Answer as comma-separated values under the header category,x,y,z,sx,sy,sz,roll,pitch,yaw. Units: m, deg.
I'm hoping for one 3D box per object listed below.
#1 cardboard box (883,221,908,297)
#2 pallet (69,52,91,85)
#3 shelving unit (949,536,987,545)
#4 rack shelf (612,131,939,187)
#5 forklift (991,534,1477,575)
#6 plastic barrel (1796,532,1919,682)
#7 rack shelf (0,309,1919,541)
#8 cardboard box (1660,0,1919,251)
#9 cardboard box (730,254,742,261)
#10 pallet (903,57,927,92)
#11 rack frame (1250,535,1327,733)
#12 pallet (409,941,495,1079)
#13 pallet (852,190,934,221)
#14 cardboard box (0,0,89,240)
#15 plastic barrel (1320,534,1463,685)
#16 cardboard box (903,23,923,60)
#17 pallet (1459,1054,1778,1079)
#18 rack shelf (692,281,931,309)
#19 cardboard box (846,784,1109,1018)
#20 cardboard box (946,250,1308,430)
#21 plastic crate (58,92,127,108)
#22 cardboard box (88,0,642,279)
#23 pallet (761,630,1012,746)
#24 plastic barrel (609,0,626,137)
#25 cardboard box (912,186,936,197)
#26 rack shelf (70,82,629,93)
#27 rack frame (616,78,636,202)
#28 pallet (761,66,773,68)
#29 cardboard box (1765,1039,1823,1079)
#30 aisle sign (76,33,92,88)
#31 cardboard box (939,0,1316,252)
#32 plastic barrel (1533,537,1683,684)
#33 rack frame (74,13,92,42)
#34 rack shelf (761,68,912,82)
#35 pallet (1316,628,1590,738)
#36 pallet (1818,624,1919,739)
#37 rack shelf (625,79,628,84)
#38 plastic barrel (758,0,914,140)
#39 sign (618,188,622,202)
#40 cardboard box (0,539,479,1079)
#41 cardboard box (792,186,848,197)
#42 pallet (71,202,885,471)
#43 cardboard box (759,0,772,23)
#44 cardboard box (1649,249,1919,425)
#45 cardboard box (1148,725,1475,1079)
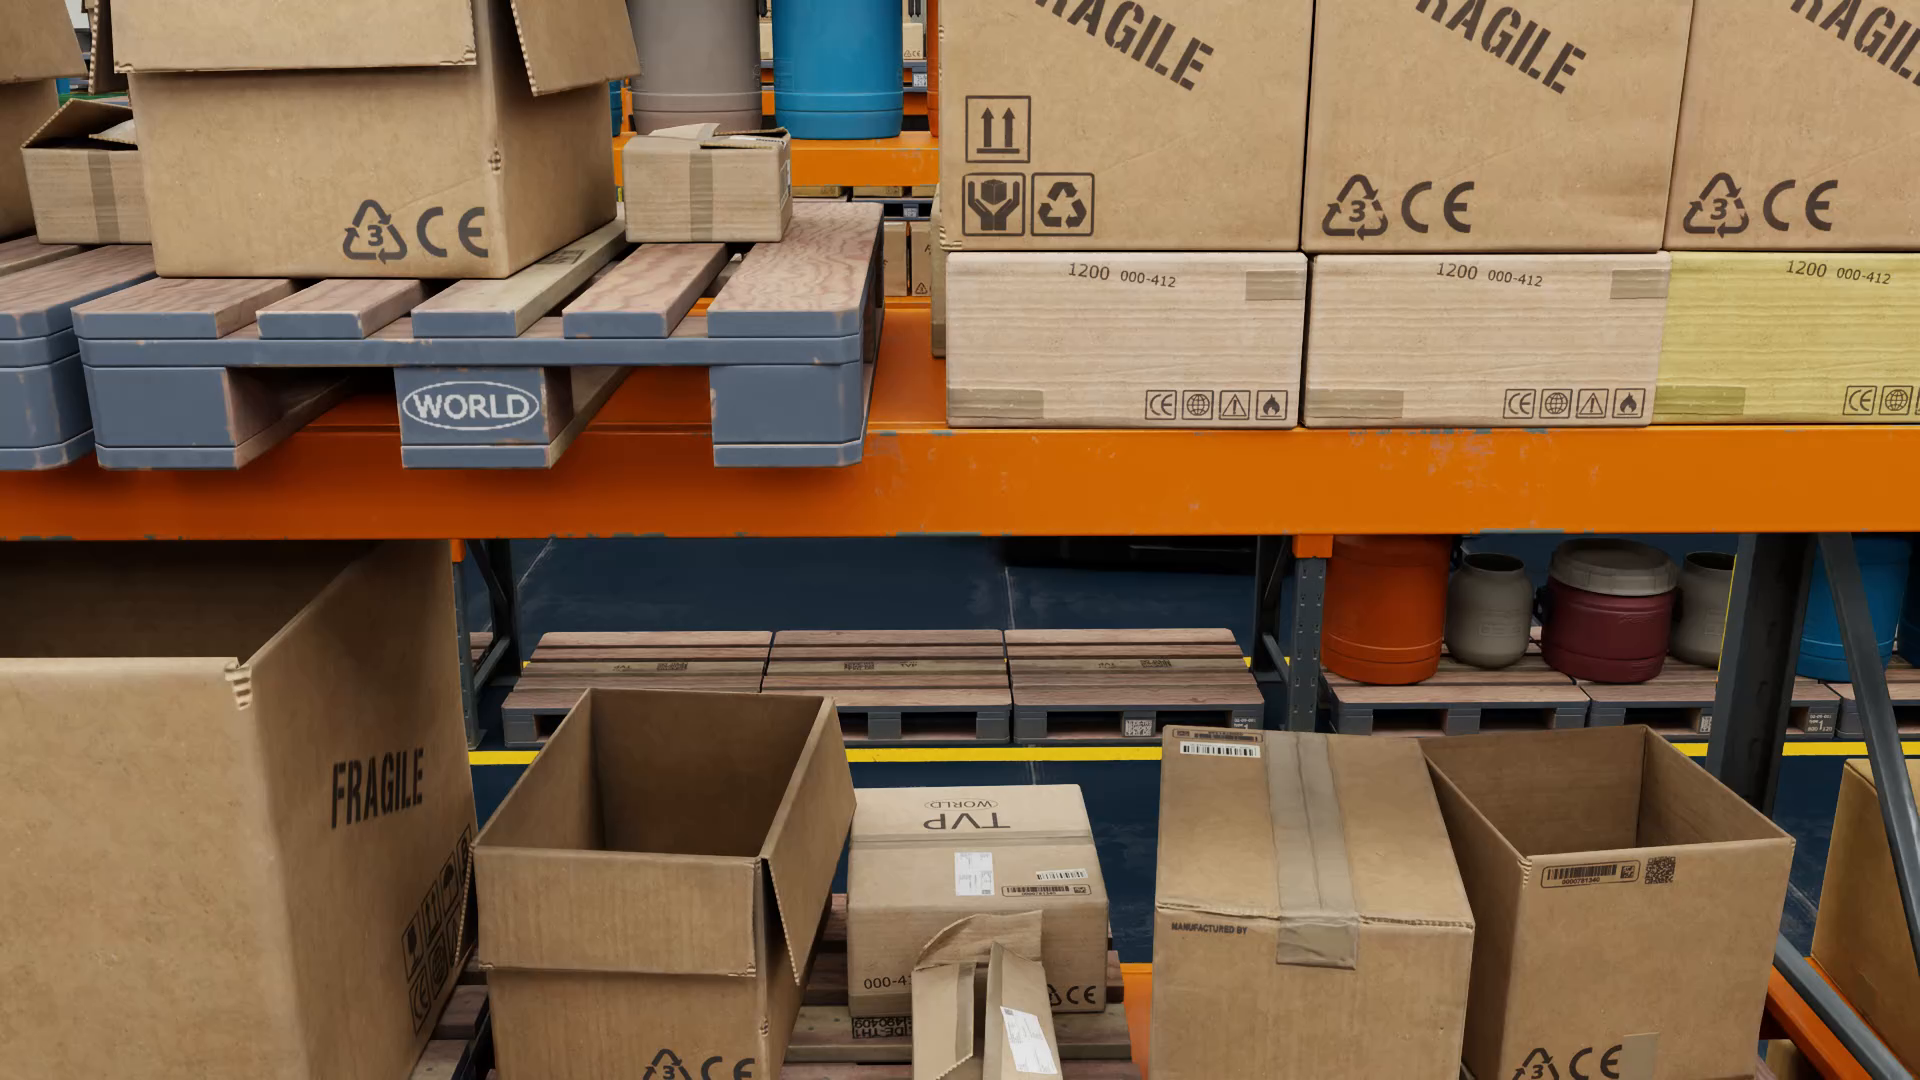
category,x,y,z,sx,sy,sz,roll,pitch,yaw
cardboard box,-0.653,-2.138,12.637,0.500,0.500,0.500,0,18,-1
pallet,-5.741,-3.449,12.122,1.213,0.211,1.003,0,18,-1
shelving unit,0.054,-0.500,10.888,0.252,1.050,0.215,0,18,-1
rack shelf,-0.375,-1.669,7.607,4.000,0.370,1.077,0,18,-1
forklift,1.748,-1.345,10.443,3.031,2.935,1.130,2,18,5
plastic barrel,4.372,0.188,8.299,0.708,0.901,0.600,0,18,-1
rack shelf,-0.297,-0.156,2.891,4.000,0.370,1.077,0,18,-1
cardboard box,1.230,-0.715,2.474,0.500,0.500,0.500,0,18,1
cardboard box,-1.957,-2.031,12.713,0.500,0.250,0.500,1,18,3
pallet,-0.245,-3.407,12.157,1.213,0.211,1.003,1,18,2
rack frame,1.625,-0.593,7.985,0.127,3.000,1.000,0,18,-1
pallet,-1.530,1.071,3.111,1.213,0.211,1.003,0,18,-1
pallet,-0.510,-3.505,17.378,1.213,0.211,1.003,0,18,-1
cardboard box,-1.825,-0.710,2.584,0.637,0.503,0.797,-1,18,-4
plastic barrel,2.114,0.233,8.276,0.708,0.830,0.600,0,18,-1
cardboard box,-0.536,-3.634,12.112,0.500,0.250,0.500,-2,18,-6
pallet,0.992,1.047,3.186,1.003,0.211,1.213,0,18,-1
rack shelf,-0.449,-1.753,12.781,4.000,0.370,1.077,0,18,-1
cardboard box,0.024,0.729,3.422,0.500,0.250,0.500,-1,18,-2
cardboard box,0.234,-0.352,2.568,0.500,0.250,0.500,0,18,1
plastic crate,-3.957,-1.976,7.734,0.450,0.188,0.336,0,18,-1
cardboard box,-0.883,-0.715,2.599,0.637,0.503,0.797,0,18,1
pallet,-0.367,0.732,8.421,1.213,0.211,1.003,0,18,-1
plastic barrel,-1.870,-2.309,7.604,0.708,0.901,0.600,0,18,-1
cardboard box,-0.247,-3.858,17.278,0.500,0.500,0.700,0,18,-1
rack shelf,-4.449,-3.163,12.262,4.000,0.370,1.077,0,18,-1
rack frame,-2.449,-2.086,12.641,0.127,3.000,1.000,0,18,-1
pallet,-1.912,-4.909,16.836,1.003,0.211,1.213,0,18,-1
cardboard box,2.393,1.735,3.520,0.875,0.875,1.225,-1,18,-3
aisle sign,-6.519,-3.394,12.462,0.004,0.787,0.394,0,18,-1
cardboard box,0.222,-0.712,2.463,0.500,0.500,0.500,0,18,0
plastic barrel,3.243,0.342,8.330,0.708,0.588,0.600,0,18,-1
rack frame,-6.449,-4.924,11.664,0.127,3.000,1.000,0,18,-1
rack shelf,-0.531,-4.695,17.039,4.000,0.370,1.077,0,18,-1
pallet,2.413,0.718,8.462,1.213,0.211,1.003,0,18,-1
pallet,4.852,0.707,8.499,1.213,0.211,1.003,0,18,-1
rack shelf,-4.531,-4.675,16.979,4.000,0.370,1.077,0,18,-1
plastic barrel,-0.562,-2.316,7.624,0.708,0.901,0.600,0,18,-1
sign,-2.439,-2.367,11.968,0.005,0.325,0.100,0,18,-1
cardboard box,-1.500,0.492,2.932,1.000,1.000,1.000,0,18,0
cardboard box,-1.463,-3.849,17.251,0.500,0.500,0.700,2,18,5
pallet,-0.640,-0.376,2.706,1.003,0.211,1.213,0,18,-1
cardboard box,-1.263,-4.001,12.029,0.500,0.500,0.500,1,18,4
cardboard box,1.232,-0.360,2.593,0.500,0.250,0.500,0,18,-1
cardboard box,0.607,0.720,3.040,0.500,0.500,0.700,2,18,7
